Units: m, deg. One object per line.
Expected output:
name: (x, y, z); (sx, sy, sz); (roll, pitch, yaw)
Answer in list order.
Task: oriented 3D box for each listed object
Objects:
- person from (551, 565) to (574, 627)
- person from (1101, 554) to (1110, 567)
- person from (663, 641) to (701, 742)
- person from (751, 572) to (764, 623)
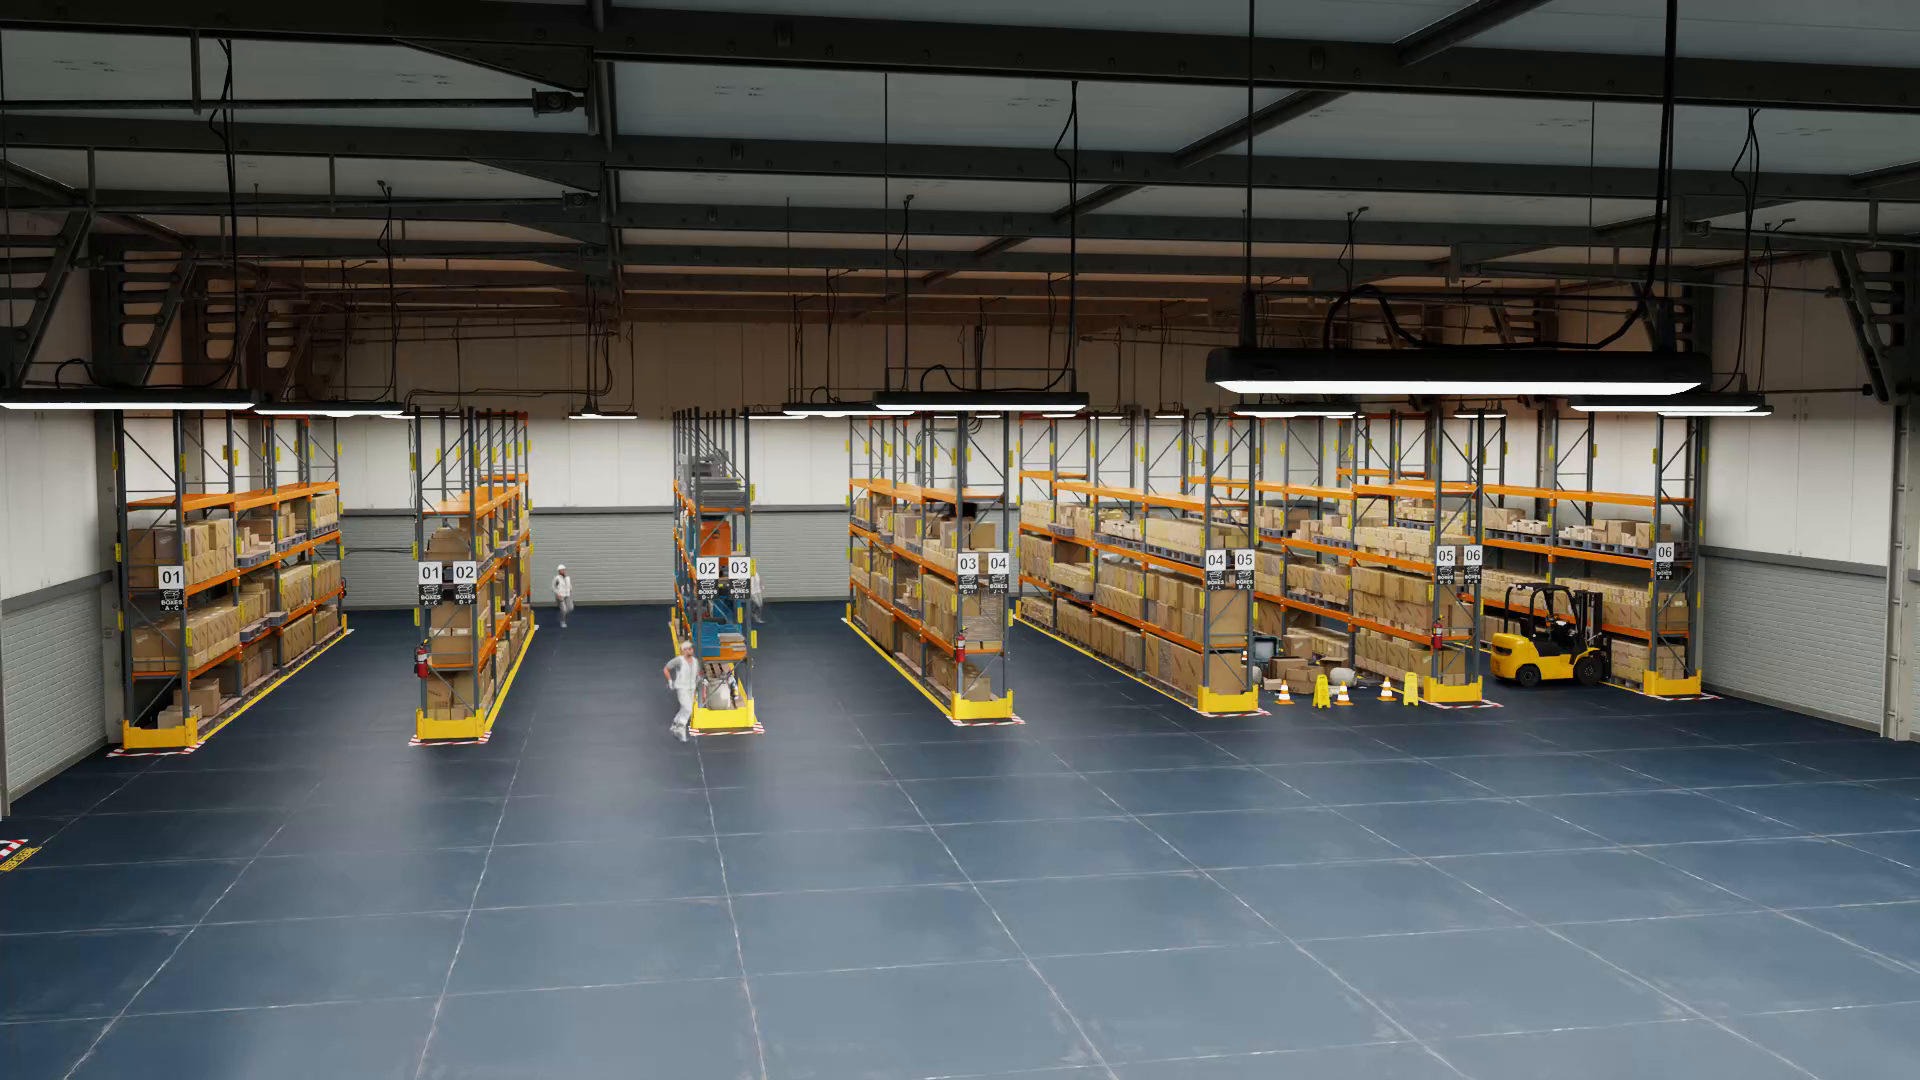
person: (-11.072, 1.565, 46.451); (0.522, 1.738, 0.687); (3, 5, 38)
person: (4.367, 1.285, 50.342); (0.580, 1.717, 0.699); (-2, 4, -22)
person: (-4.954, 2.733, 29.955); (0.713, 1.829, 0.666); (3, 5, 40)
person: (-5.829, 1.514, 47.125); (0.542, 1.716, 0.737); (4, 6, 44)
